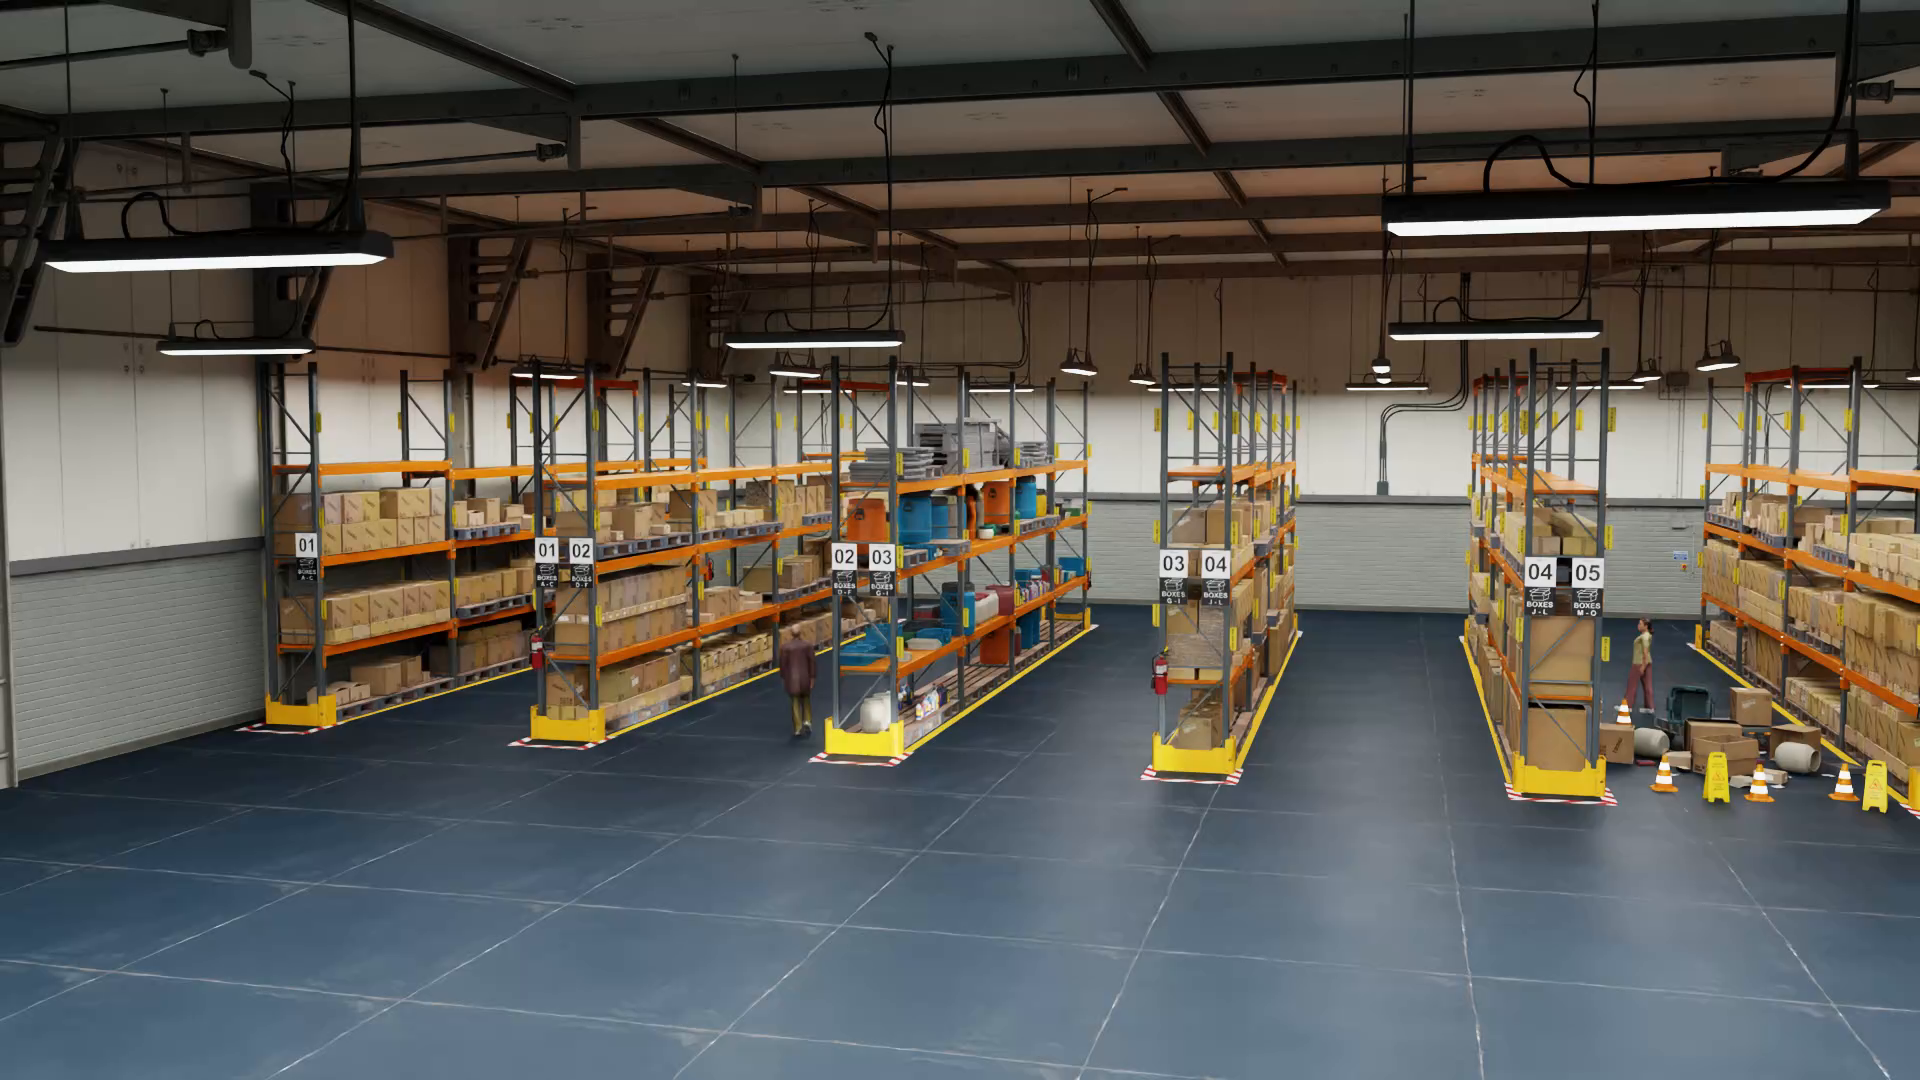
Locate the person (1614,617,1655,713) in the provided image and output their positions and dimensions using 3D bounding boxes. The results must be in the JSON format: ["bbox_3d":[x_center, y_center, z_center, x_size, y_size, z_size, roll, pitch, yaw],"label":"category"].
[{"bbox_3d":[11.732,2.147,28.734,0.431,1.661,0.667,-3,5,-35],"label":"person"}]

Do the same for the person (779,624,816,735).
[{"bbox_3d":[-2.616,2.251,26.675,0.571,1.827,0.516,-1,4,-19],"label":"person"}]

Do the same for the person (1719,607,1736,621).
[{"bbox_3d":[17.513,1.524,37.762,0.478,1.662,0.504,1,4,14],"label":"person"}]
